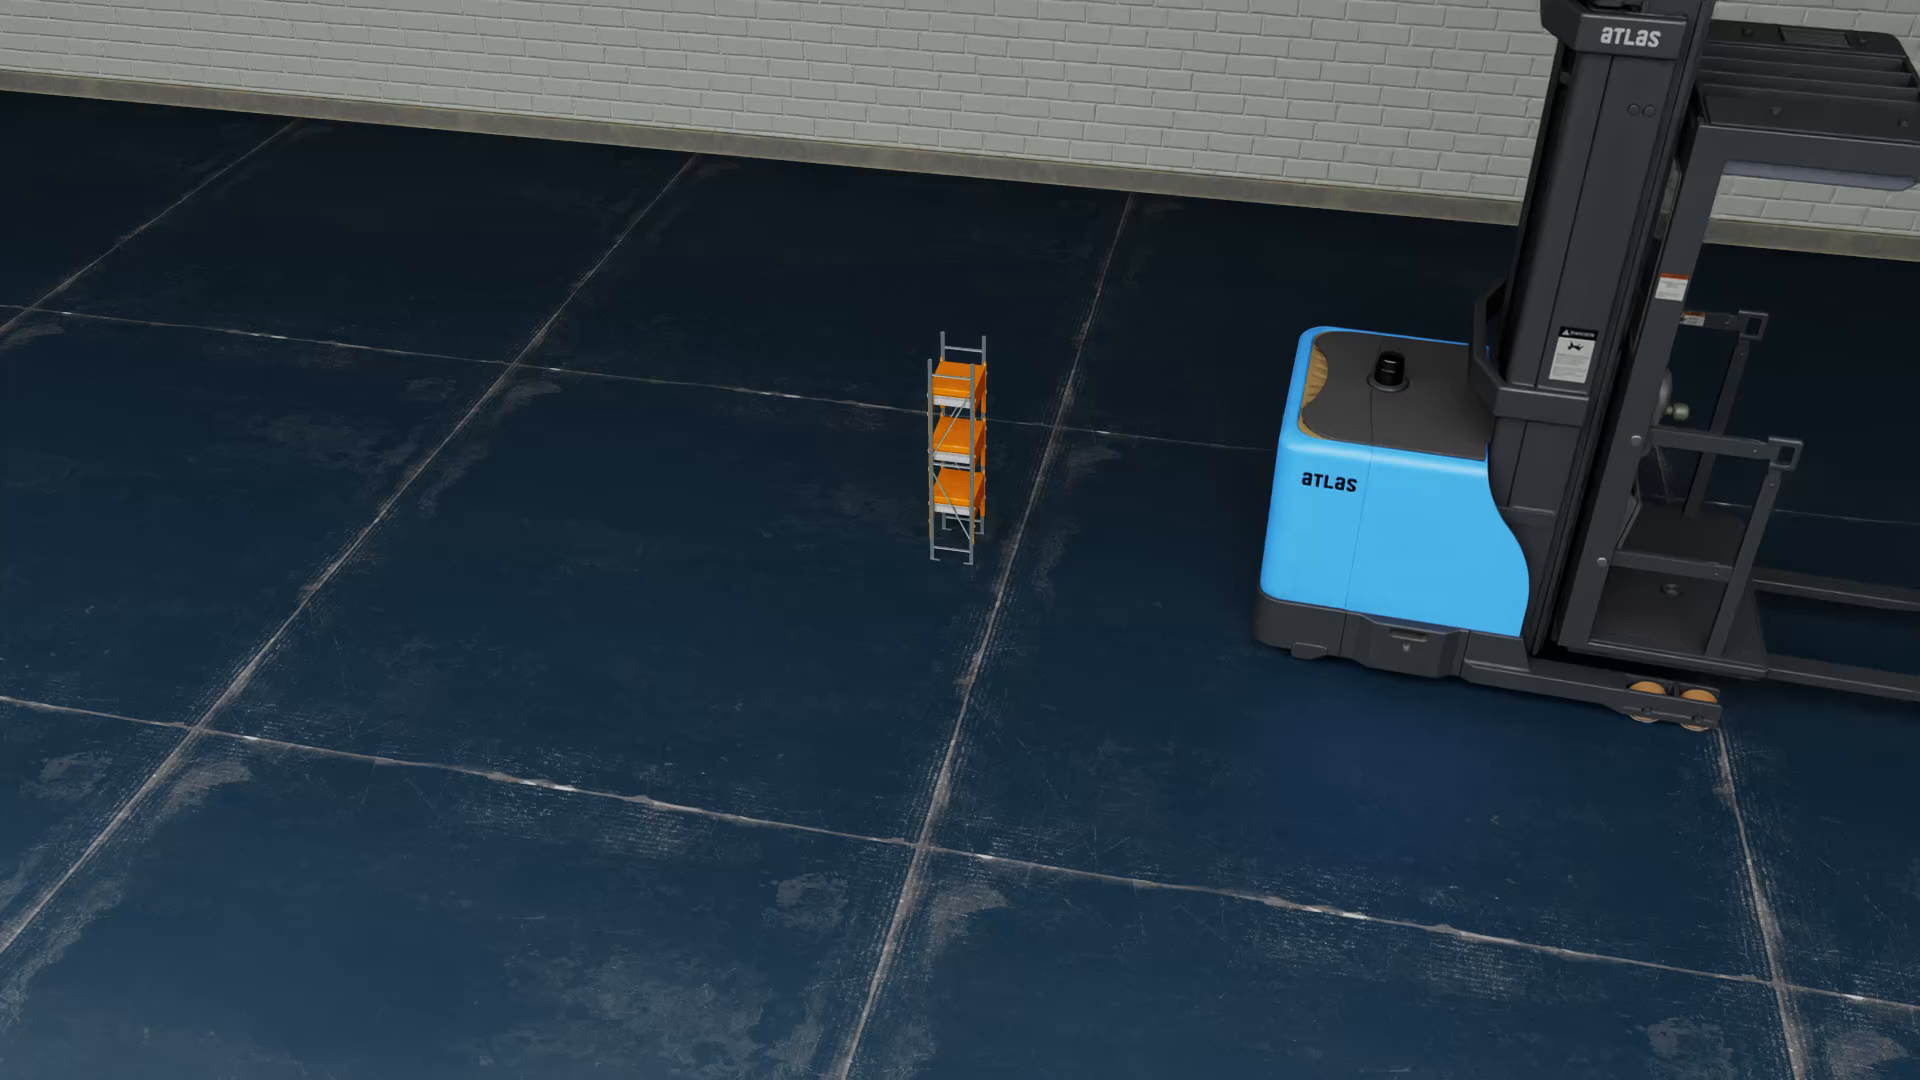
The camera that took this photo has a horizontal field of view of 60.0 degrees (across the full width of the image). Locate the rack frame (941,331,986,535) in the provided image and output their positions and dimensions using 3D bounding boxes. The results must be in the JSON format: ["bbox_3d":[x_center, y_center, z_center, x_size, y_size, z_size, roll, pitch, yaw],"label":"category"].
[{"bbox_3d":[0.015,-0.464,7.496,0.200,1.050,0.008,7,37,10],"label":"rack frame"}]

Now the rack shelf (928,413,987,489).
[{"bbox_3d":[-0.011,-0.386,7.406,0.215,0.259,0.240,7,37,10],"label":"rack shelf"}]

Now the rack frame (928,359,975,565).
[{"bbox_3d":[-0.037,-0.324,7.303,0.200,1.050,0.008,7,37,10],"label":"rack frame"}]

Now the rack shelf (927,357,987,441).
[{"bbox_3d":[-0.011,-0.616,7.239,0.215,0.259,0.240,7,37,10],"label":"rack shelf"}]

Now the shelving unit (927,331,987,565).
[{"bbox_3d":[-0.011,-0.394,7.400,0.215,1.050,0.252,7,37,10],"label":"shelving unit"}]

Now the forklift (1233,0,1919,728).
[{"bbox_3d":[2.743,-0.778,6.325,3.031,2.935,1.130,9,37,12],"label":"forklift"}]

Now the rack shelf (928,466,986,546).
[{"bbox_3d":[-0.011,-0.161,7.569,0.215,0.259,0.240,7,37,10],"label":"rack shelf"}]
